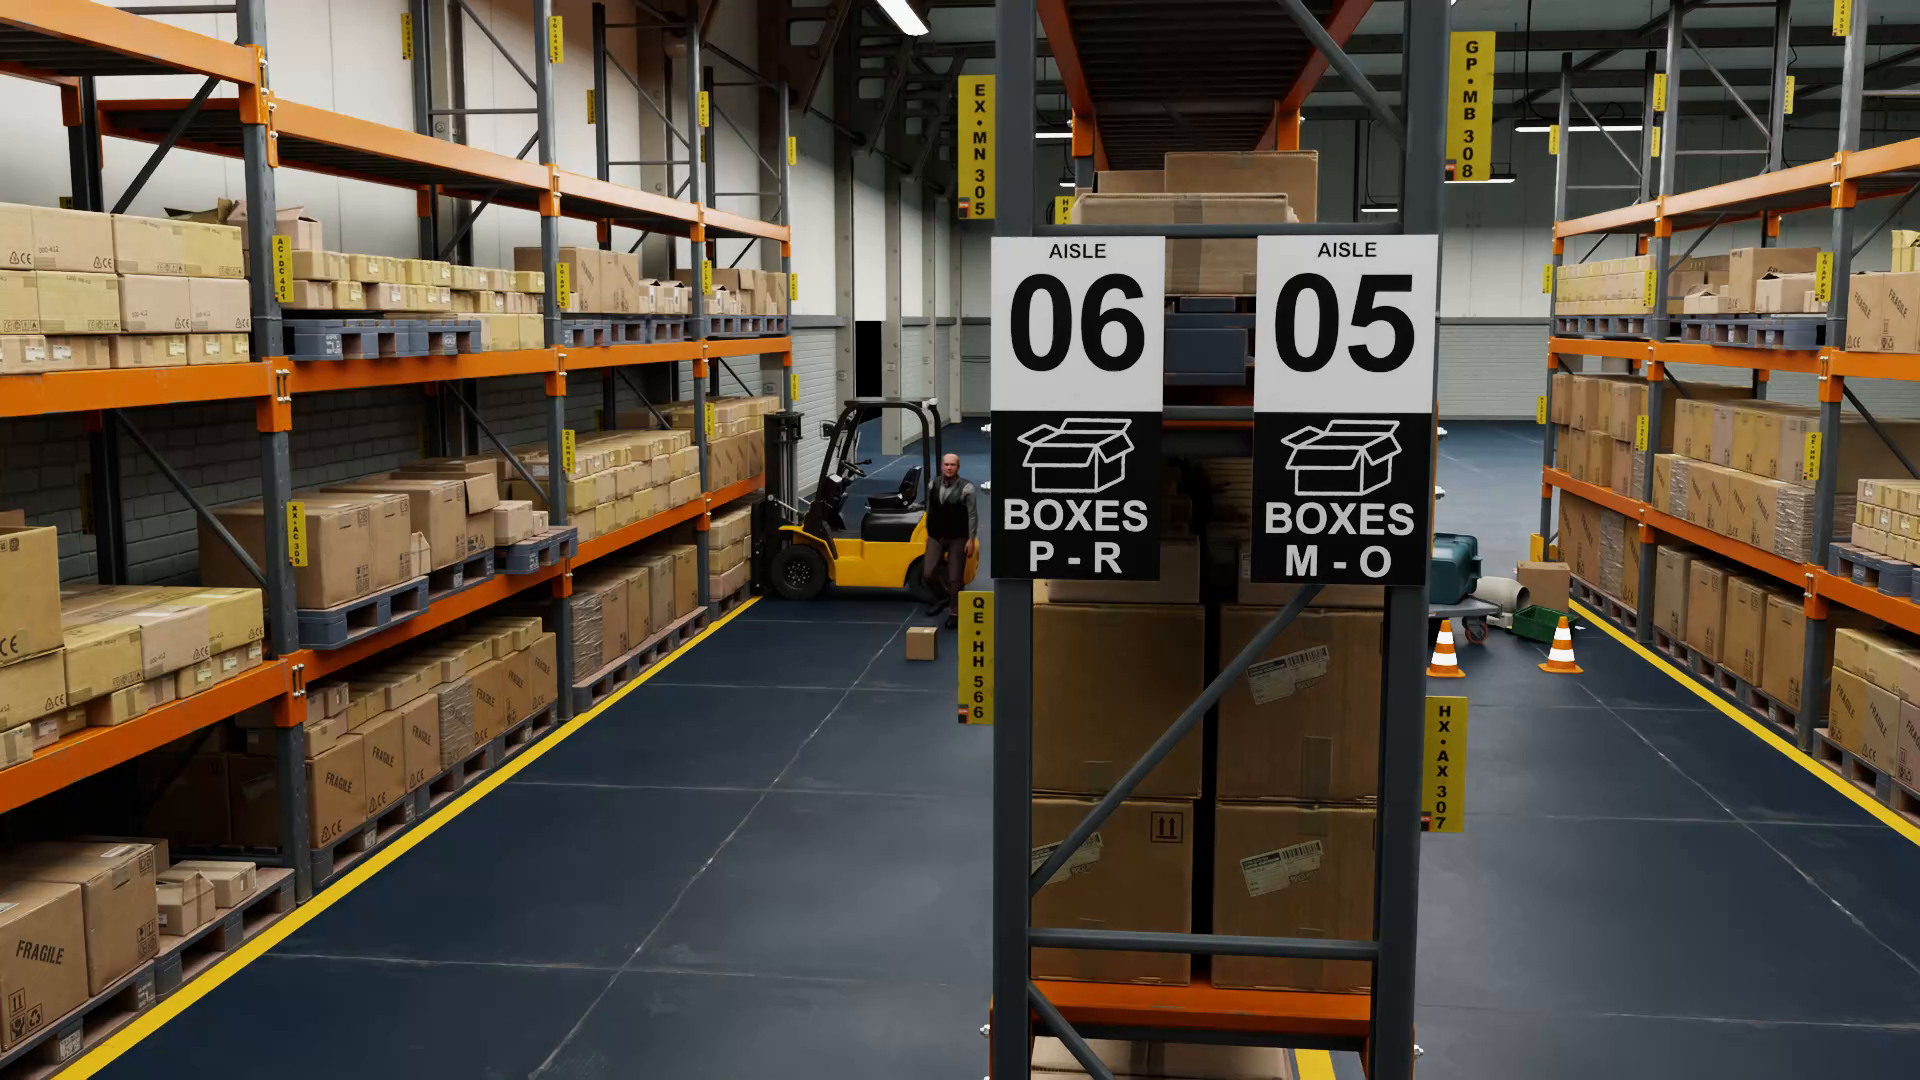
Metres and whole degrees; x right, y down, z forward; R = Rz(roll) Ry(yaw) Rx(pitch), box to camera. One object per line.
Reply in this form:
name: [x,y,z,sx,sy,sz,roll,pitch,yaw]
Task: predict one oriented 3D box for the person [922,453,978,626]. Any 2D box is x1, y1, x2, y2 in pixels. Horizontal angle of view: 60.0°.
person: [-0.090,-0.004,16.333,0.576,1.713,0.480,3,8,21]
